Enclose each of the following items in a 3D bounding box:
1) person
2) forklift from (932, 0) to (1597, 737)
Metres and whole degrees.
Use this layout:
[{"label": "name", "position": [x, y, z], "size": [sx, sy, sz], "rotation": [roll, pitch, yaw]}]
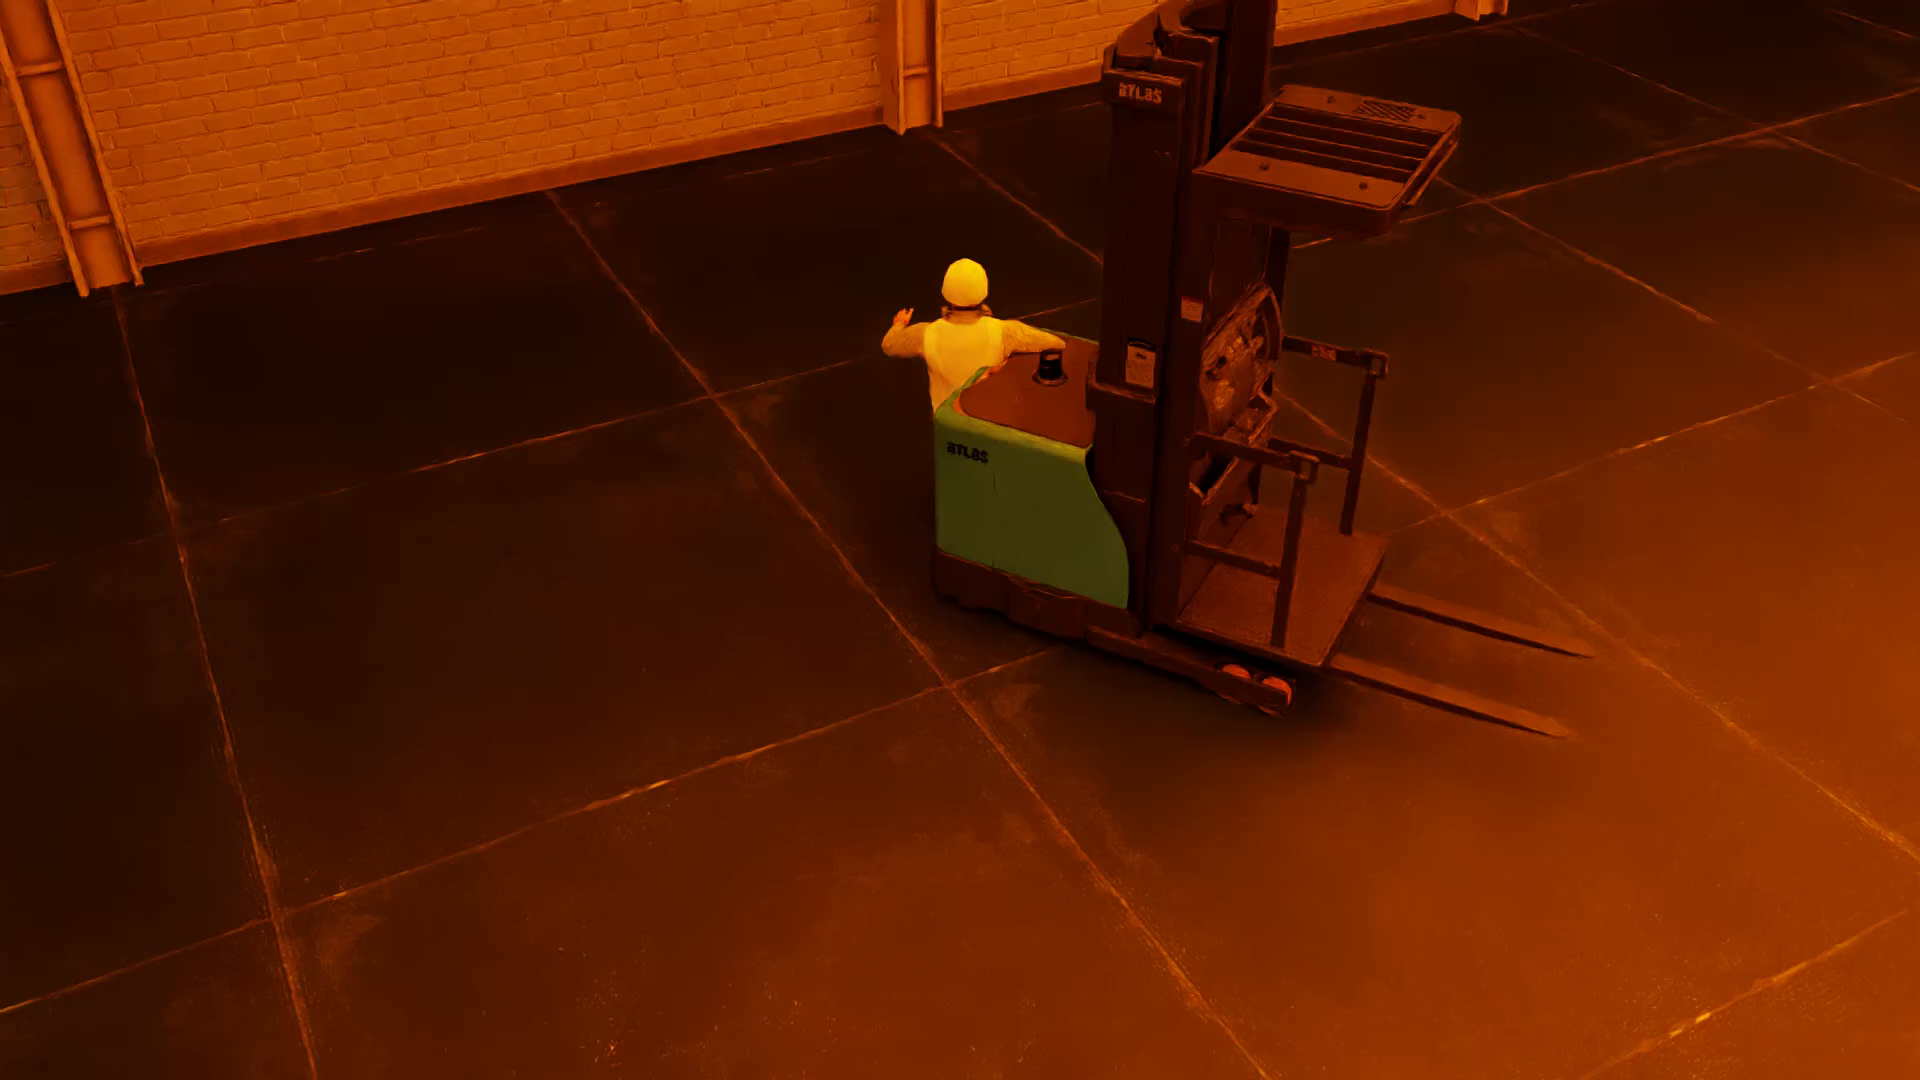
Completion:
[{"label": "person", "position": [0.090, -0.832, 8.513], "size": [0.966, 1.539, 0.862], "rotation": [-1, 35, -2]}, {"label": "forklift", "position": [1.409, -0.759, 7.197], "size": [3.031, 2.935, 1.130], "rotation": [17, 39, 23]}]
